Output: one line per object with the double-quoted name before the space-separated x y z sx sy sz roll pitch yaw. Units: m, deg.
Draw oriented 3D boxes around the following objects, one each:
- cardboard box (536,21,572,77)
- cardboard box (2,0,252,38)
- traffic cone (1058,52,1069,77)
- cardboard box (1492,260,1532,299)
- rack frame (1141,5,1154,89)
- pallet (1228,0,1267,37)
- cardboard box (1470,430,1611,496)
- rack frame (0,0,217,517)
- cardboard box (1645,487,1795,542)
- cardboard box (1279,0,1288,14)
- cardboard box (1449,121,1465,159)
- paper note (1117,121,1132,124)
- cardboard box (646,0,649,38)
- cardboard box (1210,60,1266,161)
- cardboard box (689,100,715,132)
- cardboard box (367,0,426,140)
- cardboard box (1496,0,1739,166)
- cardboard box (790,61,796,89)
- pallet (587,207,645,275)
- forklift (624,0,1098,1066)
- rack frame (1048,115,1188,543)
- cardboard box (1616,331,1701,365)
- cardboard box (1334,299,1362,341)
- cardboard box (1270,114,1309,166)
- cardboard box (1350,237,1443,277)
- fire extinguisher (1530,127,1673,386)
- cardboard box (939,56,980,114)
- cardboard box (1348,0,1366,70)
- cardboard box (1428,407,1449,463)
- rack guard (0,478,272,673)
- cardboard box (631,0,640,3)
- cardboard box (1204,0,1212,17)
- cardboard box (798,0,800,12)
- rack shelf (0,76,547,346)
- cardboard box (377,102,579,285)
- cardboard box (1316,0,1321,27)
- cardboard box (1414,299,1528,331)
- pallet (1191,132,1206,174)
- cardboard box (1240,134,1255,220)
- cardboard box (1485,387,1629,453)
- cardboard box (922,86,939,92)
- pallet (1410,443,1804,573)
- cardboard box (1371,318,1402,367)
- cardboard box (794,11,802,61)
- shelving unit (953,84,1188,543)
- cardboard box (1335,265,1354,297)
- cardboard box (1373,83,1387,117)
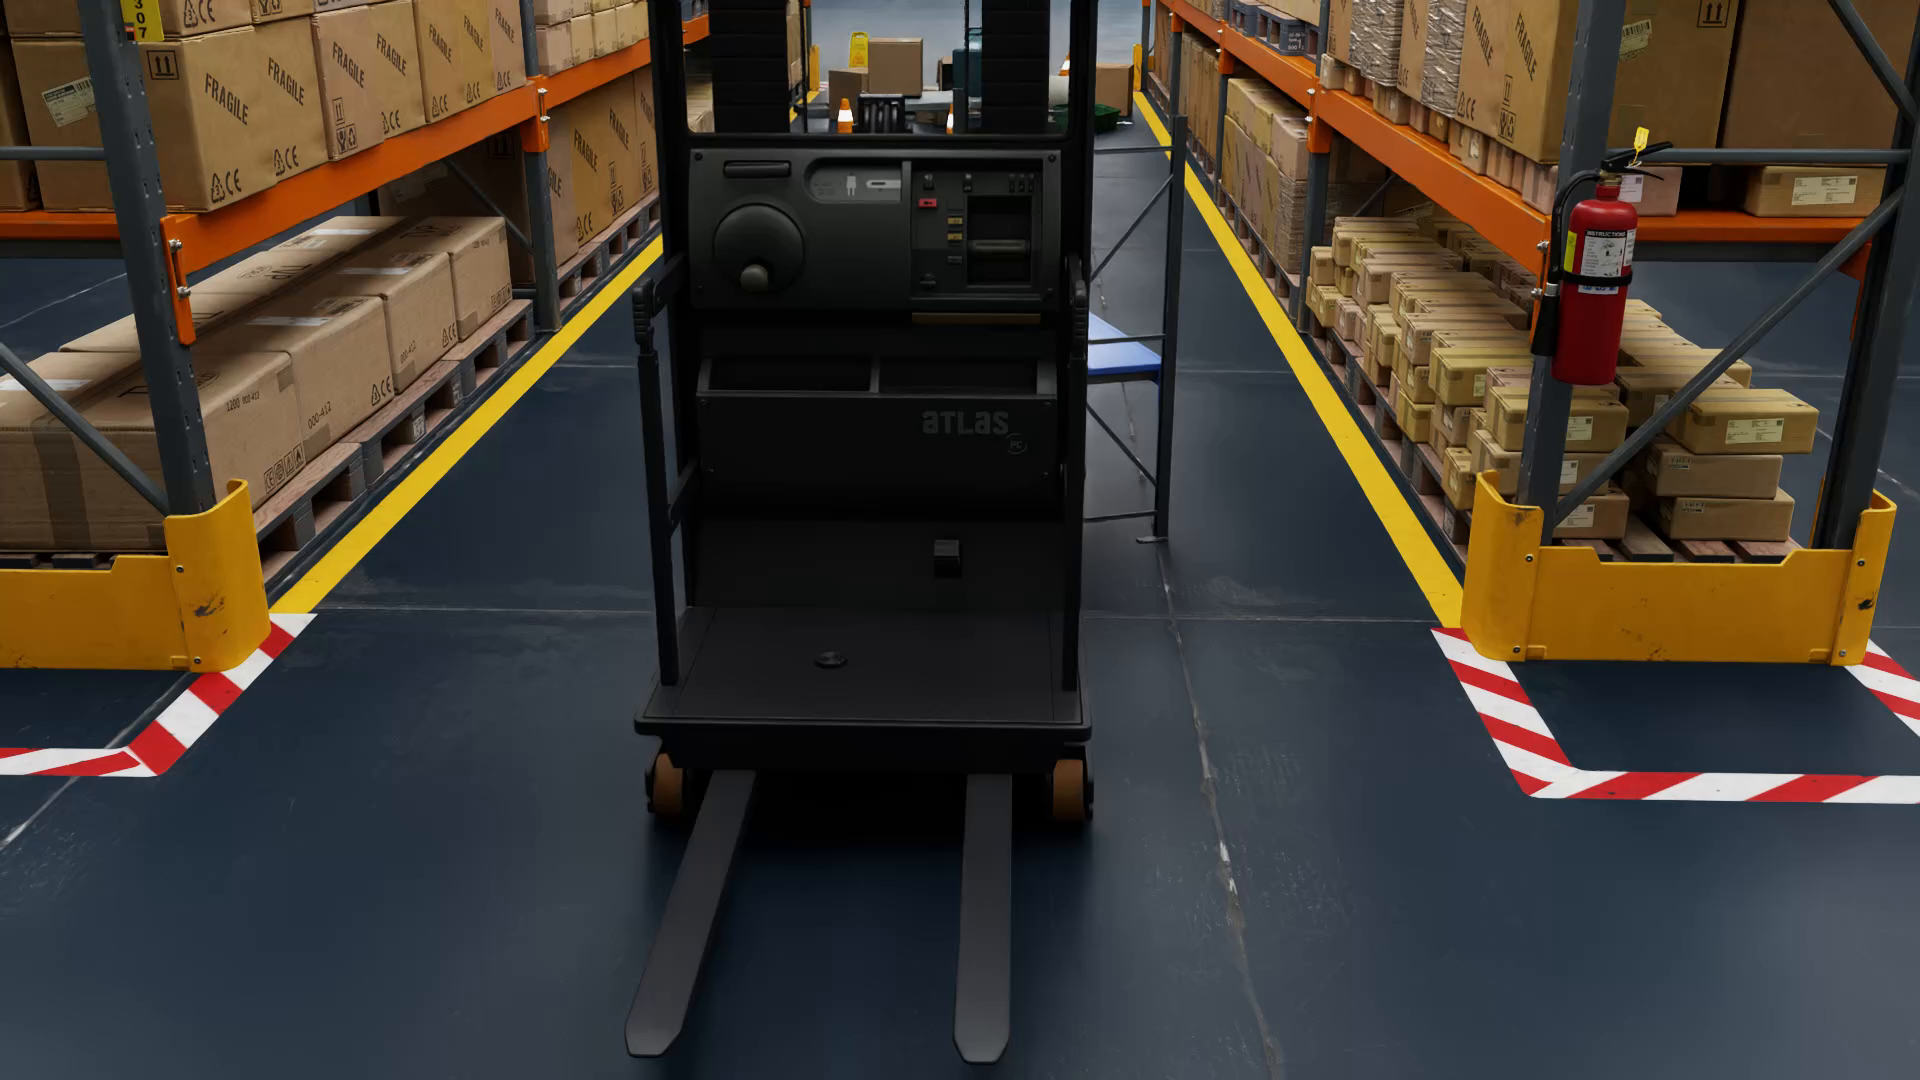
"cardboard box" -2.368 -2.607 8.810 0.500 0.250 0.500 0 21 0
"cardboard box" -2.468 -1.758 4.893 0.500 0.500 0.500 0 21 0
"traffic cone" 1.235 -5.483 19.520 0.336 0.463 0.334 1 21 2
"cardboard box" 2.584 -1.141 7.361 0.380 0.149 0.250 0 21 -1
"rack frame" 2.670 -6.842 19.516 1.000 3.000 0.127 1 21 2
"pallet" 2.512 -3.601 11.429 1.213 0.211 1.003 1 21 2
"cardboard box" 1.914 -0.256 5.492 0.380 0.149 0.250 0 21 0
"rack frame" -2.767 -1.075 4.653 1.000 3.000 0.127 1 21 2
"cardboard box" 2.520 -0.110 5.525 0.380 0.149 0.250 1 21 3
"cardboard box" 2.164 -3.295 10.141 0.380 0.149 0.250 0 21 0
"cardboard box" 1.971 -1.429 5.912 0.380 0.149 0.250 0 21 -1
"paper note" 1.664 -4.265 16.978 0.147 0.020 0.142 -16 26 -35
"cardboard box" -2.280 -3.527 11.179 0.500 0.250 0.500 1 21 3
"cardboard box" 2.535 -3.316 12.957 1.050 0.750 0.750 0 21 1
"cardboard box" -2.482 -3.409 13.721 0.950 0.372 0.625 0 21 1
"cardboard box" -2.446 -1.840 6.487 0.500 0.500 0.500 1 21 3
"cardboard box" 1.940 -1.408 4.961 0.500 0.500 0.500 1 21 3
"cardboard box" -2.070 -5.102 18.252 0.500 0.250 0.500 0 21 0
"pallet" -2.663 -1.943 10.745 1.003 0.211 1.213 1 21 2
"forklift" -0.218 -0.770 3.961 1.130 2.935 3.031 1 21 2
"rack frame" 0.508 -0.679 5.707 0.500 1.500 0.032 -6 22 -15
"cardboard box" 2.488 -0.668 6.142 0.380 0.149 0.250 0 21 -1
"cardboard box" 2.009 -1.055 7.962 0.380 0.149 0.250 1 21 1
"cardboard box" 2.104 -2.341 9.754 0.500 0.250 0.500 2 21 4
"cardboard box" 2.062 -1.334 7.859 0.380 0.149 0.250 0 21 1
"fire extinguisher" 1.715 -0.761 4.466 0.296 0.674 0.183 1 21 2
"cardboard box" 0.176 -4.758 17.409 0.797 0.637 0.503 1 21 2
"cardboard box" 2.030 -2.333 7.346 0.500 0.500 0.500 1 21 2
"cardboard box" 1.986 -0.394 6.259 0.380 0.149 0.250 1 21 2
"rack guard" -2.768 0.099 5.082 1.175 0.500 0.348 1 21 2
"cardboard box" -2.292 -3.582 10.630 0.500 0.250 0.500 0 21 0
"cardboard box" 2.189 -4.342 12.935 0.500 0.500 0.500 1 21 2
"cardboard box" -1.988 -6.000 18.633 0.380 0.149 0.250 1 21 3
"rack shelf" -2.706 -1.463 6.646 1.077 0.370 4.000 1 21 2
"cardboard box" -2.707 -1.951 9.268 0.875 0.875 0.875 1 21 3
"cardboard box" 2.127 -2.822 8.921 0.380 0.149 0.250 1 21 2
"cardboard box" 2.035 -0.865 6.650 0.380 0.149 0.250 0 21 0
"pallet" 2.566 -3.374 14.432 1.003 0.211 1.213 1 21 2
"cardboard box" 2.128 -2.360 10.838 0.500 0.500 0.500 0 21 0
"cardboard box" 1.946 -0.395 5.439 0.380 0.149 0.250 1 21 2
"cardboard box" -0.301 -5.035 18.800 0.380 0.149 0.250 13 25 29
"pallet" 2.246 -0.078 5.938 1.003 0.211 1.213 1 21 2
"cardboard box" 1.938 -0.824 6.955 0.380 0.149 0.250 1 21 2
"cardboard box" -2.057 -5.642 18.608 0.500 0.500 0.500 1 21 4
"shelving unit" 0.363 -0.856 6.161 0.538 1.500 1.048 -6 22 -15
"cardboard box" 2.056 -1.289 8.153 0.380 0.149 0.250 1 21 2
"cardboard box" 1.993 -1.907 7.145 0.380 0.149 0.250 1 21 3
